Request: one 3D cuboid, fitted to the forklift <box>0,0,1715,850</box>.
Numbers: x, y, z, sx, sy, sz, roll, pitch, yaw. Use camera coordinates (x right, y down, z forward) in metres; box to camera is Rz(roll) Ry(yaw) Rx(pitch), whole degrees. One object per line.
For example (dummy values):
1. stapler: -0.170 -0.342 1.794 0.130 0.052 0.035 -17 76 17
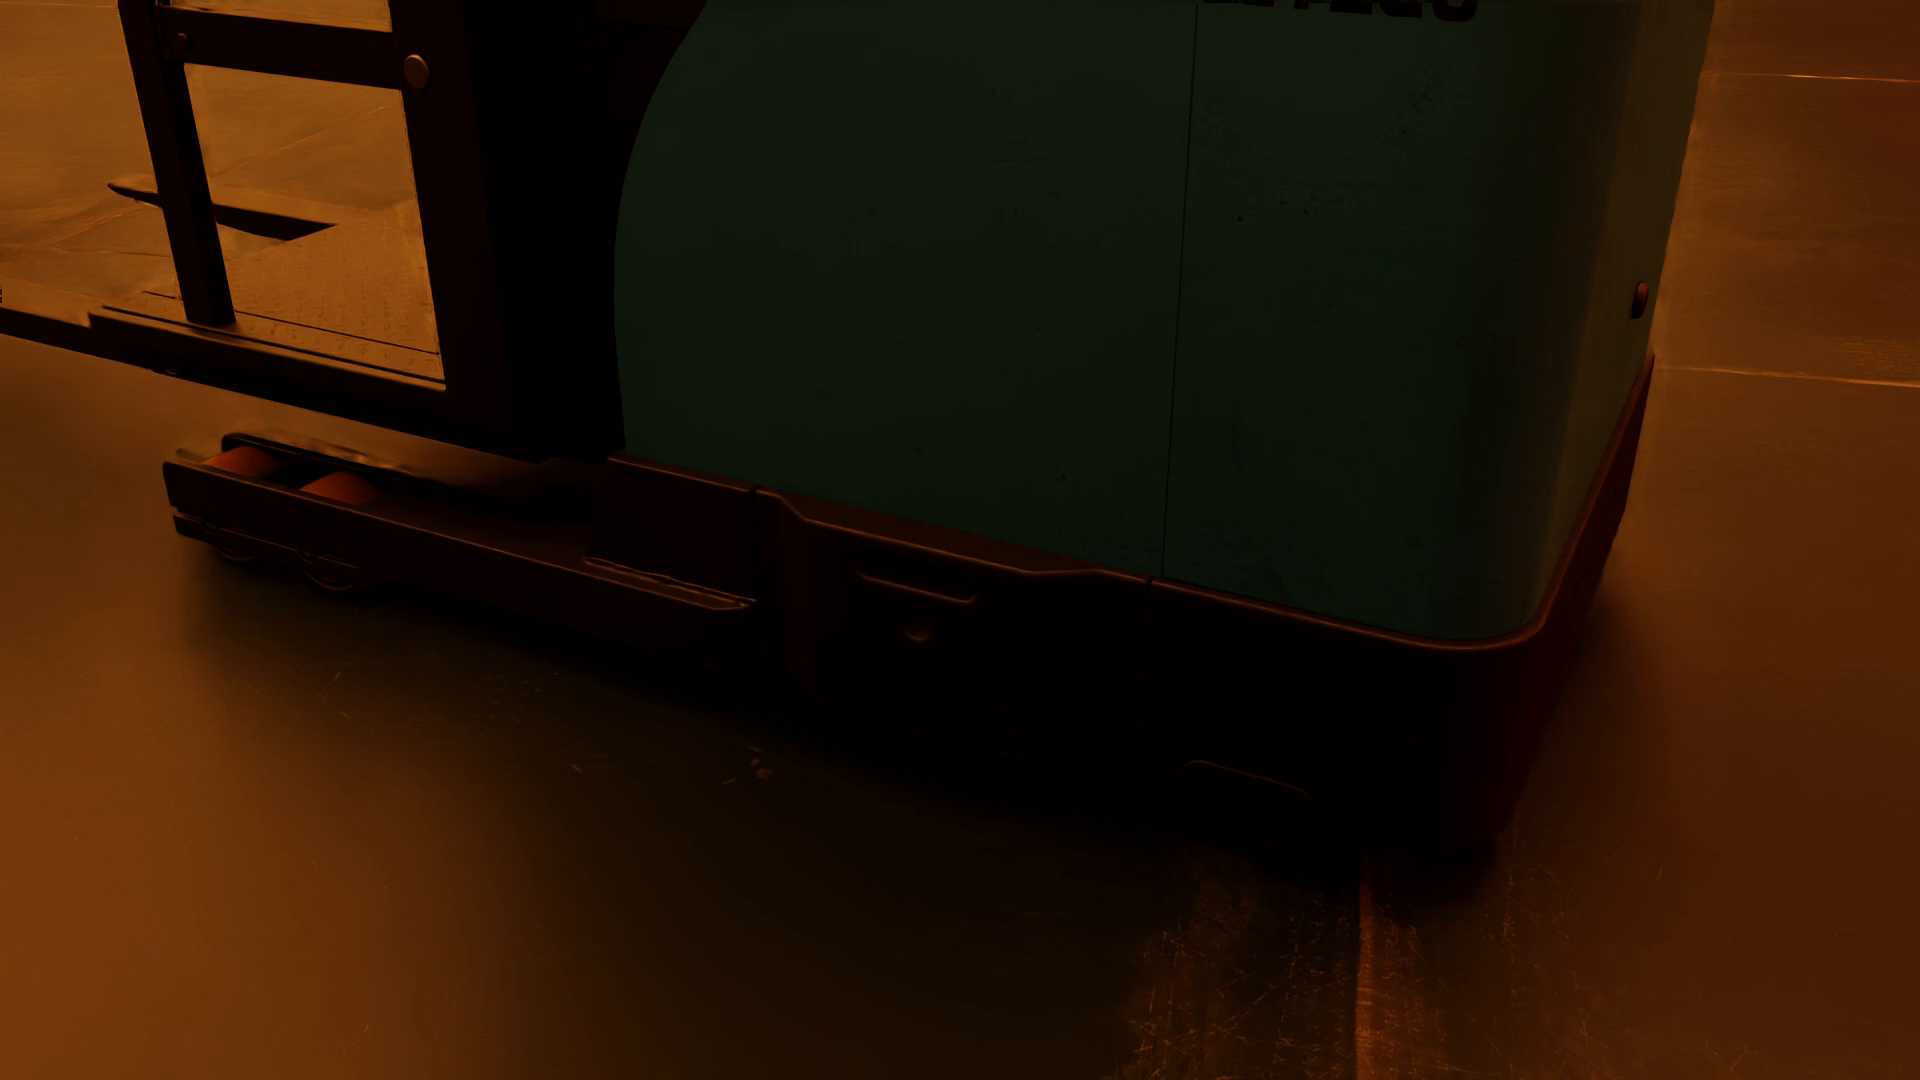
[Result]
1. forklift: -0.571 -1.432 2.084 3.031 2.935 1.130 13 30 24
